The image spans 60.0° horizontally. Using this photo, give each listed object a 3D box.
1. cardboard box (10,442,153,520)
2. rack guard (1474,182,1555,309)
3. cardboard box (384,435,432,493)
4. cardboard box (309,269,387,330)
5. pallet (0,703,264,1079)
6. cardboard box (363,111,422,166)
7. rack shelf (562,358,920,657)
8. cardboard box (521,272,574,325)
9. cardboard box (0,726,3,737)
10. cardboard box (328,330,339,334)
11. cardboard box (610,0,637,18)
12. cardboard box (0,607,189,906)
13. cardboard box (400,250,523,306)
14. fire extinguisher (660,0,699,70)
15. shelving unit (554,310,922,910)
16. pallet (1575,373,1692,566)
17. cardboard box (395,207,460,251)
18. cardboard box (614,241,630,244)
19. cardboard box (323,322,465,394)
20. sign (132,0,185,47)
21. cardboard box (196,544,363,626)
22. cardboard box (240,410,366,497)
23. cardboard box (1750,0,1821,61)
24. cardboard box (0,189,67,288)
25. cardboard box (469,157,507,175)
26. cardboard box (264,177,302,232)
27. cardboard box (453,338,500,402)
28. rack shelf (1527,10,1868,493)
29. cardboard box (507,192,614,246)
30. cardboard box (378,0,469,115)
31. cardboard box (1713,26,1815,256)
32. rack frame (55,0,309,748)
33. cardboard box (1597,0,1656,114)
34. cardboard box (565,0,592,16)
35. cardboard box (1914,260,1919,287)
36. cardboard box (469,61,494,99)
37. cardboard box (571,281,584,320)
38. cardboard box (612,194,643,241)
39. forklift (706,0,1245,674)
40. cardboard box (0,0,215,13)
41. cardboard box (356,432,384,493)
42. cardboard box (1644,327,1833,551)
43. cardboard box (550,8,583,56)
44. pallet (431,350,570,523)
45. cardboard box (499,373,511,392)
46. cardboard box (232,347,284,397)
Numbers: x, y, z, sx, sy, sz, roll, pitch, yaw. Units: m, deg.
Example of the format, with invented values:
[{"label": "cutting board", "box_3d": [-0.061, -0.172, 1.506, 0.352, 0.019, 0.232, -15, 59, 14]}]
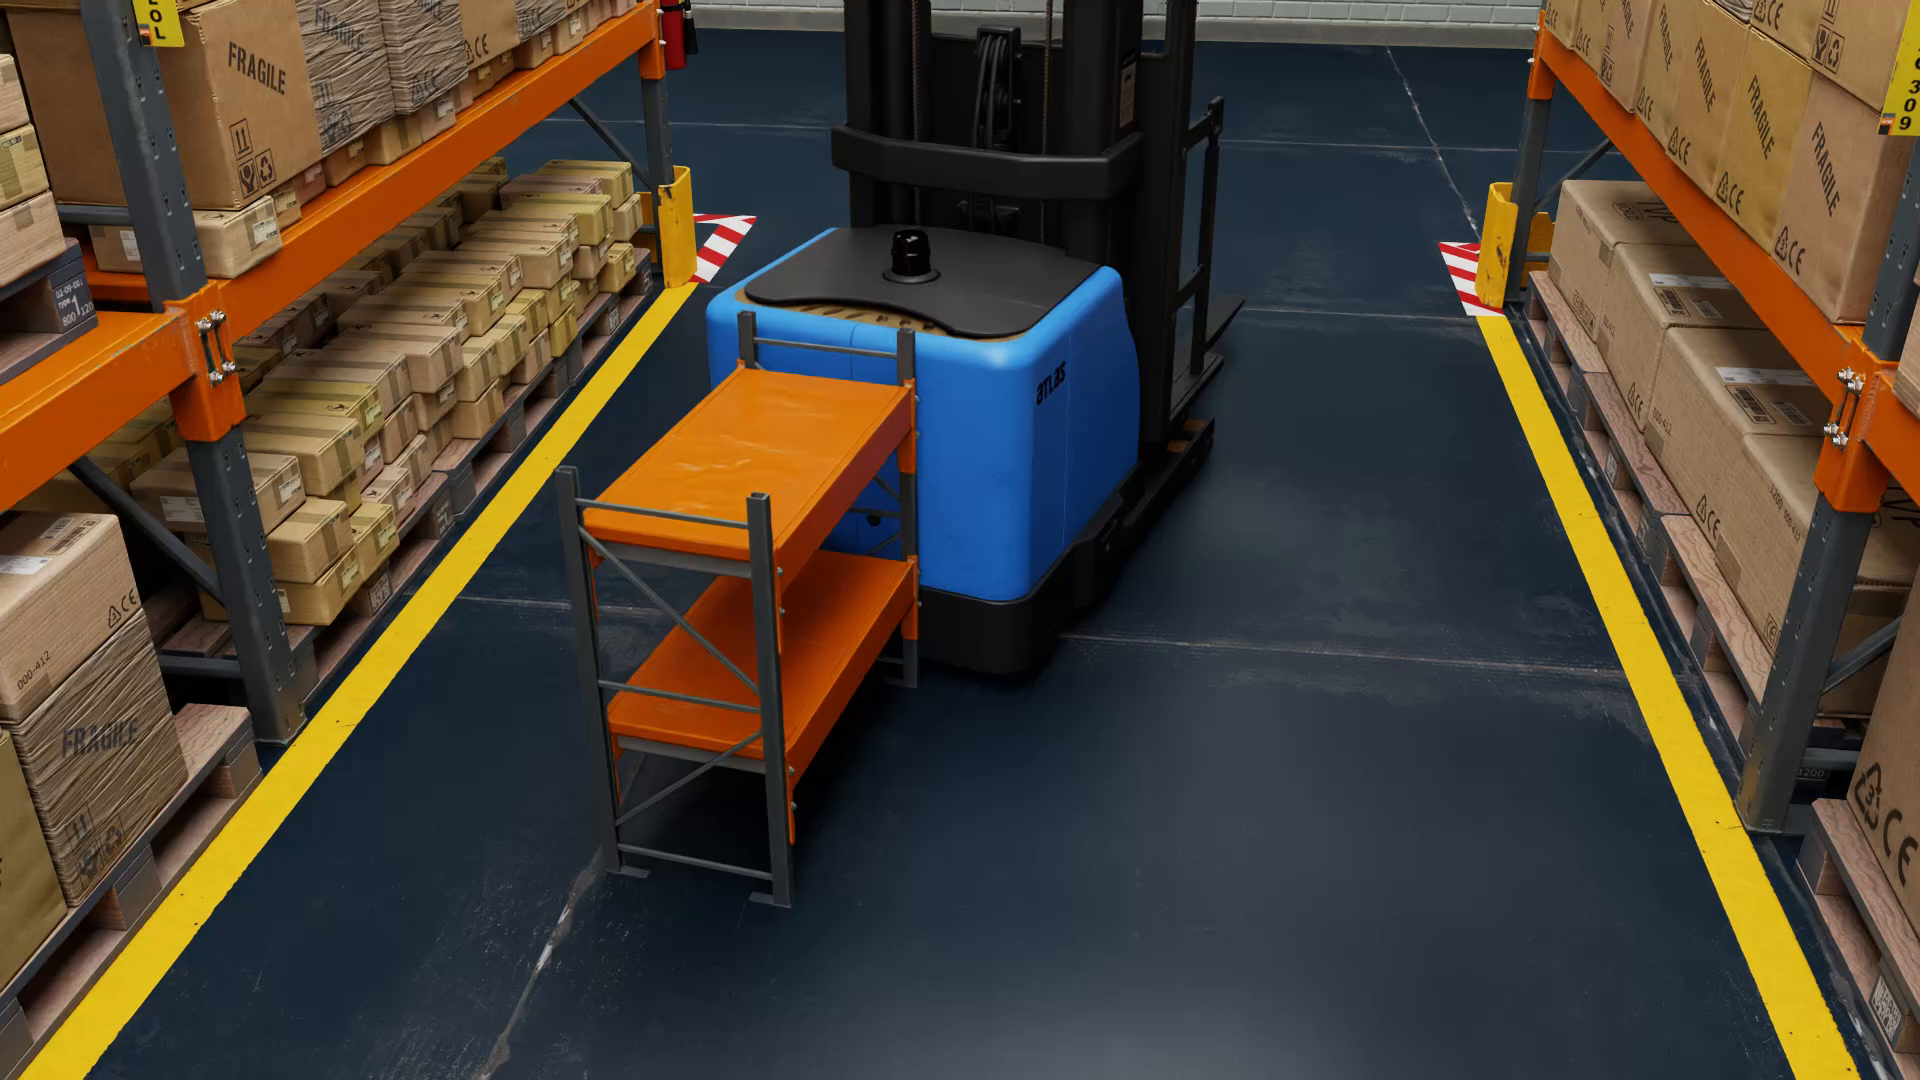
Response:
[{"label": "cardboard box", "box_3d": [-2.590, -0.170, 4.838, 0.380, 0.149, 0.250, 4, 29, 8]}, {"label": "rack guard", "box_3d": [3.043, -1.349, 7.727, 1.175, 0.500, 0.348, 3, 28, 6]}, {"label": "cardboard box", "box_3d": [-2.019, -0.246, 5.606, 0.380, 0.149, 0.250, 3, 28, 5]}, {"label": "cardboard box", "box_3d": [-2.364, -0.899, 6.191, 0.380, 0.149, 0.250, 3, 29, 6]}, {"label": "pallet", "box_3d": [-2.469, 0.799, 4.045, 1.003, 0.211, 1.213, 3, 28, 6]}, {"label": "cardboard box", "box_3d": [-1.942, -1.296, 5.258, 0.380, 0.149, 0.250, 4, 29, 7]}, {"label": "rack shelf", "box_3d": [-0.507, -0.120, 4.169, 0.538, 0.278, 1.000, 8, 29, 14]}, {"label": "cardboard box", "box_3d": [-1.779, -0.985, 6.665, 0.380, 0.149, 0.250, 4, 29, 7]}, {"label": "cardboard box", "box_3d": [-2.292, 0.396, 3.254, 0.500, 0.250, 0.500, 5, 29, 9]}, {"label": "cardboard box", "box_3d": [-2.348, -0.760, 6.247, 0.380, 0.149, 0.250, 5, 29, 9]}, {"label": "cardboard box", "box_3d": [-1.645, -2.398, 7.303, 0.380, 0.149, 0.250, 3, 28, 6]}, {"label": "cardboard box", "box_3d": [-2.216, 0.483, 3.883, 0.500, 0.500, 0.500, 3, 28, 5]}, {"label": "cardboard box", "box_3d": [-1.907, -0.996, 6.373, 0.380, 0.149, 0.250, 2, 28, 4]}, {"label": "fire extinguisher", "box_3d": [-1.396, -2.572, 7.836, 0.296, 0.674, 0.183, 3, 28, 6]}, {"label": "shelving unit", "box_3d": [-0.507, 0.138, 4.308, 0.538, 1.125, 1.048, 8, 29, 14]}, {"label": "pallet", "box_3d": [2.868, -0.257, 6.004, 1.003, 0.211, 1.213, 3, 28, 6]}, {"label": "cardboard box", "box_3d": [-2.307, -1.274, 6.887, 0.380, 0.149, 0.250, 2, 28, 4]}, {"label": "cardboard box", "box_3d": [-1.743, -1.348, 7.653, 0.380, 0.149, 0.250, 4, 29, 7]}, {"label": "cardboard box", "box_3d": [-1.931, -0.625, 5.682, 0.380, 0.149, 0.250, 4, 29, 7]}, {"label": "sign", "box_3d": [-1.824, -1.275, 3.732, 0.100, 0.325, 0.005, 3, 28, 6]}, {"label": "cardboard box", "box_3d": [-2.012, 0.122, 4.924, 0.380, 0.149, 0.250, 2, 28, 4]}, {"label": "cardboard box", "box_3d": [-2.035, -0.263, 5.012, 0.380, 0.149, 0.250, 5, 29, 9]}, {"label": "cardboard box", "box_3d": [2.404, -1.516, 4.242, 0.500, 0.500, 0.500, 3, 28, 5]}, {"label": "cardboard box", "box_3d": [-2.227, -0.671, 3.655, 0.380, 0.149, 0.250, 3, 28, 5]}, {"label": "cardboard box", "box_3d": [-2.287, -1.643, 7.573, 0.380, 0.149, 0.250, 2, 28, 4]}, {"label": "cardboard box", "box_3d": [-2.058, -0.925, 4.569, 0.380, 0.149, 0.250, 4, 29, 8]}, {"label": "cardboard box", "box_3d": [-1.890, -0.619, 5.987, 0.380, 0.149, 0.250, 3, 28, 6]}, {"label": "rack shelf", "box_3d": [2.795, -1.180, 5.536, 1.077, 0.370, 4.000, 3, 28, 6]}, {"label": "cardboard box", "box_3d": [-1.692, -1.362, 7.051, 0.380, 0.149, 0.250, 3, 28, 5]}, {"label": "cardboard box", "box_3d": [-1.913, -1.657, 5.244, 0.500, 0.500, 0.500, 3, 28, 5]}, {"label": "cardboard box", "box_3d": [2.411, -1.075, 4.477, 0.500, 0.500, 0.500, 3, 28, 5]}, {"label": "rack frame", "box_3d": [-2.375, -0.795, 4.064, 1.000, 3.000, 0.127, 3, 28, 6]}, {"label": "cardboard box", "box_3d": [2.582, -1.795, 5.813, 0.500, 0.500, 0.500, 3, 28, 6]}, {"label": "cardboard box", "box_3d": [-1.753, -2.385, 6.595, 0.500, 0.500, 0.500, 3, 28, 5]}, {"label": "cardboard box", "box_3d": [2.216, -0.519, 3.181, 0.500, 0.250, 0.500, 3, 28, 5]}, {"label": "cardboard box", "box_3d": [-1.906, -1.671, 5.953, 0.380, 0.149, 0.250, 4, 29, 7]}, {"label": "cardboard box", "box_3d": [-1.809, -0.985, 6.979, 0.380, 0.149, 0.250, 4, 29, 7]}, {"label": "cardboard box", "box_3d": [-1.667, -1.474, 7.573, 0.380, 0.149, 0.250, 3, 28, 5]}, {"label": "forklift", "box_3d": [0.315, -1.574, 5.581, 1.130, 2.935, 3.031, 12, 31, 21]}, {"label": "cardboard box", "box_3d": [-2.078, -1.609, 4.100, 0.500, 0.500, 0.500, 4, 29, 7]}, {"label": "cardboard box", "box_3d": [-2.077, -0.249, 5.300, 0.380, 0.149, 0.250, 3, 28, 6]}, {"label": "cardboard box", "box_3d": [2.842, -0.323, 5.446, 0.875, 0.438, 0.875, 3, 28, 5]}, {"label": "cardboard box", "box_3d": [-1.736, -2.043, 6.644, 0.380, 0.149, 0.250, 4, 29, 8]}, {"label": "pallet", "box_3d": [-2.181, -0.462, 6.385, 1.003, 0.211, 1.213, 3, 28, 6]}, {"label": "cardboard box", "box_3d": [-1.937, -0.619, 6.300, 0.380, 0.149, 0.250, 4, 29, 8]}, {"label": "cardboard box", "box_3d": [-2.465, -0.528, 5.502, 0.380, 0.149, 0.250, 4, 29, 8]}]
